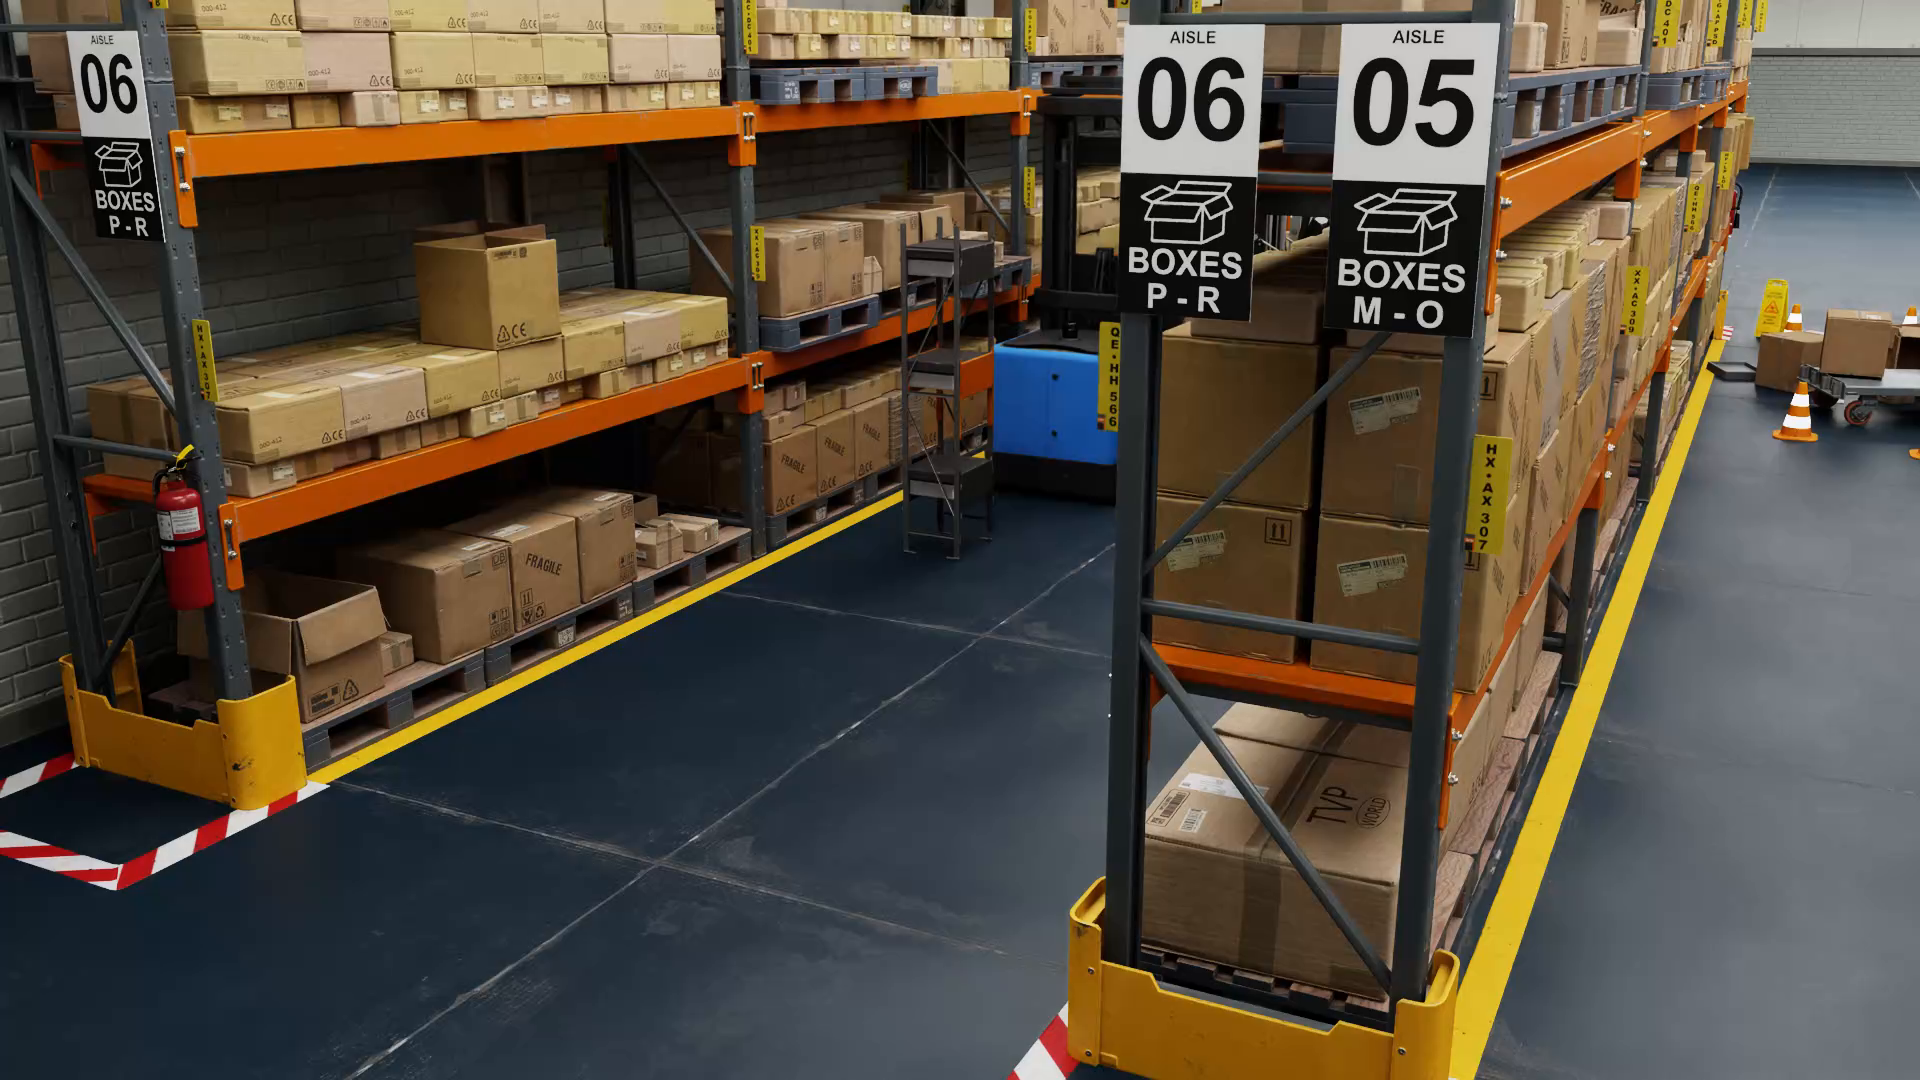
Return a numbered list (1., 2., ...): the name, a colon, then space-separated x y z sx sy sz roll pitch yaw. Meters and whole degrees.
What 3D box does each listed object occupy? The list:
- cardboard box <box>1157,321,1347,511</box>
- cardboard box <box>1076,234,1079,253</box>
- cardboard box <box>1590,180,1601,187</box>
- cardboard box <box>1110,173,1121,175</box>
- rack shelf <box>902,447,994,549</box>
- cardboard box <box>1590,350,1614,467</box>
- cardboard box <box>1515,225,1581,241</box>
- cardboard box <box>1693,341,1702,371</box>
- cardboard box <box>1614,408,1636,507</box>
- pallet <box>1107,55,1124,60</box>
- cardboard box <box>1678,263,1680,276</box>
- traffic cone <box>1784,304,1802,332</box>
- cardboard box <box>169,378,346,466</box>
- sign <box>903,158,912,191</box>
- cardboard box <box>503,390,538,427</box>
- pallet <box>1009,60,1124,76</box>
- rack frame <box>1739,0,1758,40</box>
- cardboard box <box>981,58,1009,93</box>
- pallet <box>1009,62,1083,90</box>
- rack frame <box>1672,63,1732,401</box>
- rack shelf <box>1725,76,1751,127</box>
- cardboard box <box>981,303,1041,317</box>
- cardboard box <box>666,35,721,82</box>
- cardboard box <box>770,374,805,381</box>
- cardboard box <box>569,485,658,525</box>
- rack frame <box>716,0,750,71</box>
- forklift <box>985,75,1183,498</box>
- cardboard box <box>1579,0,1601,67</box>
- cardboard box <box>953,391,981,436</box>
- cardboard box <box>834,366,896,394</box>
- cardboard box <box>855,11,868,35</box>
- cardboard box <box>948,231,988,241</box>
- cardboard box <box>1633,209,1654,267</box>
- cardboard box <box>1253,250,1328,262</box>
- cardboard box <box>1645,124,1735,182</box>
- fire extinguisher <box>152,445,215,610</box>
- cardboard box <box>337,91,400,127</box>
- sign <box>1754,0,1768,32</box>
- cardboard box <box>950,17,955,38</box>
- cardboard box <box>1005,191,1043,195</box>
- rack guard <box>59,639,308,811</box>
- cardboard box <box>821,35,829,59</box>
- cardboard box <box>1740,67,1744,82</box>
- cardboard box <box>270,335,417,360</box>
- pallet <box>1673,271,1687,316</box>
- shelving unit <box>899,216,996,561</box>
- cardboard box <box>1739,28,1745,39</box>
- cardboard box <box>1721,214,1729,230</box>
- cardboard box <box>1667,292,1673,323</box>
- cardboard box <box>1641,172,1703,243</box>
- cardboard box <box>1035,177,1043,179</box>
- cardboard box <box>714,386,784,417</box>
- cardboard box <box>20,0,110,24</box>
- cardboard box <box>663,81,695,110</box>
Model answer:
1. cardboard box: 0.940 -0.420 5.240 0.500 0.500 0.500 9 19 27
2. cardboard box: 0.716 -2.546 14.591 0.500 0.250 0.500 8 18 24
3. cardboard box: 3.860 -2.083 10.837 0.500 0.500 0.500 8 18 26
4. cardboard box: 1.648 -3.463 16.102 0.380 0.149 0.250 7 18 24
5. rack shelf: -0.074 -0.280 10.787 0.431 0.518 0.480 8 18 25
6. cardboard box: 2.746 -0.656 7.790 0.500 0.500 0.500 8 18 26
7. cardboard box: 2.244 -1.161 6.593 0.380 0.149 0.250 8 18 24
8. cardboard box: 6.804 -1.796 15.894 0.500 0.250 0.500 7 18 23
9. cardboard box: 4.129 -0.795 11.428 0.875 0.875 0.875 8 18 25
10. pallet: 2.215 -5.043 17.623 1.003 0.211 1.213 8 18 25
11. cardboard box: 5.143 -2.049 12.360 0.380 0.149 0.250 7 18 22
12. traffic cone: 9.048 -2.326 18.042 0.336 0.463 0.334 8 18 25
13. cardboard box: -3.061 -0.523 7.257 0.500 0.250 0.500 8 18 26
14. sign: -0.428 -3.033 13.935 0.100 0.325 0.005 8 18 25
15. cardboard box: -2.393 -0.691 8.522 0.380 0.149 0.250 9 19 27
16. pallet: 0.790 -4.225 15.045 1.003 0.211 1.213 9 19 28
17. rack frame: 8.087 -6.691 17.748 1.000 3.000 0.127 8 18 25
18. cardboard box: 0.057 -3.613 12.915 0.500 0.250 0.500 7 18 24
19. pallet: 0.293 -3.940 14.085 1.213 0.211 1.003 9 19 28
20. rack frame: 6.299 -2.797 15.172 1.000 3.000 0.127 8 18 25
21. rack shelf: 7.193 -4.399 16.562 1.077 0.370 4.000 8 18 25
22. cardboard box: 0.645 -1.796 15.236 0.875 0.625 0.625 9 19 27
23. cardboard box: -1.709 -2.743 9.465 0.500 0.250 0.500 8 18 26
24. cardboard box: -1.336 -1.096 11.961 0.380 0.149 0.250 9 19 27
25. cardboard box: -2.224 -0.164 10.292 0.500 0.311 0.500 9 19 27
26. rack frame: -1.718 -4.265 9.580 1.000 3.000 0.127 8 18 25
27. forklift: 1.294 -2.078 12.874 1.130 2.935 3.031 8 18 25
28. cardboard box: 2.151 -2.148 6.625 0.797 0.503 0.637 10 19 30
29. cardboard box: -0.160 -1.150 13.281 0.500 0.500 0.500 8 18 25
30. cardboard box: -0.698 -1.174 12.222 0.380 0.149 0.250 8 18 26
31. cardboard box: -0.832 -3.397 10.930 0.380 0.149 0.250 8 18 26
32. cardboard box: -0.112 -2.228 12.783 0.500 0.250 0.500 7 18 23
33. cardboard box: 3.381 -1.495 8.857 0.500 0.500 0.500 8 18 25
34. cardboard box: 1.200 -0.898 5.709 0.380 0.149 0.250 9 19 27
35. cardboard box: 6.690 -3.551 15.257 0.700 0.500 0.500 8 18 25
36. fire extinguisher: -3.157 -0.059 6.744 0.296 0.674 0.183 8 18 25
37. cardboard box: -2.728 -1.923 7.405 0.380 0.149 0.250 9 19 27
38. sign: 8.574 -5.602 17.794 0.100 0.325 0.005 8 18 25
39. cardboard box: -0.256 -3.796 12.308 0.380 0.149 0.250 8 18 25
40. cardboard box: 0.594 -2.879 14.135 0.380 0.149 0.250 9 19 27
41. rack guard: -3.471 0.808 7.425 1.175 0.500 0.348 8 18 25
42. cardboard box: -1.056 -3.120 10.521 0.380 0.149 0.250 8 18 26
43. cardboard box: 7.531 -4.610 16.449 0.380 0.149 0.250 8 18 25
44. cardboard box: -3.080 -0.849 8.355 0.500 0.250 0.500 9 19 27
45. pallet: 4.735 -1.881 12.426 1.213 0.211 1.003 8 18 25
46. shelving unit: -0.074 -0.964 10.583 0.431 2.100 0.503 8 18 25
47. cardboard box: 7.089 -4.735 15.469 0.380 0.149 0.250 8 18 25
48. cardboard box: 7.875 -3.362 17.517 0.380 0.149 0.250 8 19 26
49. cardboard box: 4.518 -1.544 11.218 0.500 0.250 0.500 7 18 23
50. cardboard box: 5.608 -2.651 13.246 0.500 0.500 0.500 7 18 23
51. cardboard box: 0.785 -3.341 15.691 0.380 0.149 0.250 8 18 26
52. cardboard box: -1.374 -0.911 10.815 0.380 0.149 0.250 8 18 24
53. cardboard box: -3.556 -2.268 6.985 0.500 0.250 0.500 8 18 24
54. cardboard box: -1.726 -2.516 9.399 0.380 0.149 0.250 8 18 25
